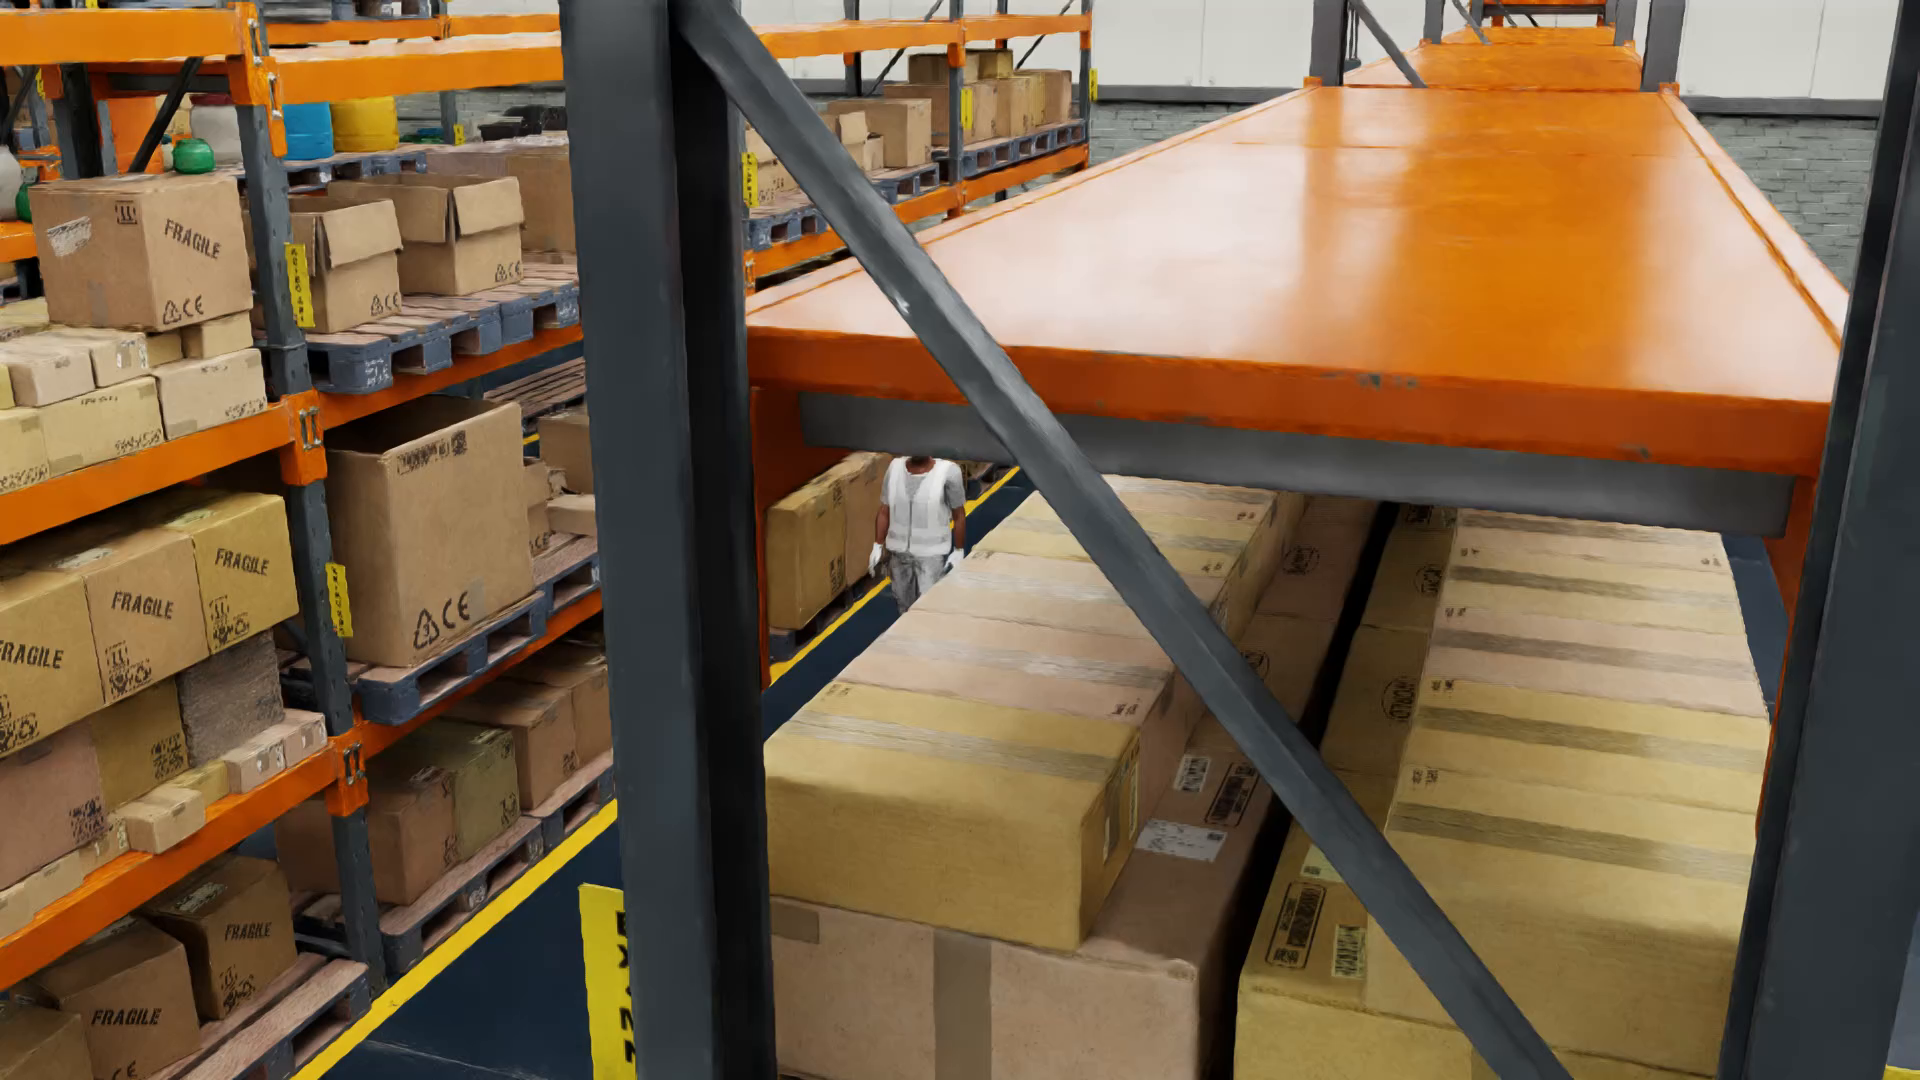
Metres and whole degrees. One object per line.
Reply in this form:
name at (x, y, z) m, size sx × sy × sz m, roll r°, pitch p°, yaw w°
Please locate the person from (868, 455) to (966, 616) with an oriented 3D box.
person at (-0.280, 0.105, 10.658) m, size 0.573 × 1.809 × 0.469 m, roll 8°, pitch 20°, yaw 23°
